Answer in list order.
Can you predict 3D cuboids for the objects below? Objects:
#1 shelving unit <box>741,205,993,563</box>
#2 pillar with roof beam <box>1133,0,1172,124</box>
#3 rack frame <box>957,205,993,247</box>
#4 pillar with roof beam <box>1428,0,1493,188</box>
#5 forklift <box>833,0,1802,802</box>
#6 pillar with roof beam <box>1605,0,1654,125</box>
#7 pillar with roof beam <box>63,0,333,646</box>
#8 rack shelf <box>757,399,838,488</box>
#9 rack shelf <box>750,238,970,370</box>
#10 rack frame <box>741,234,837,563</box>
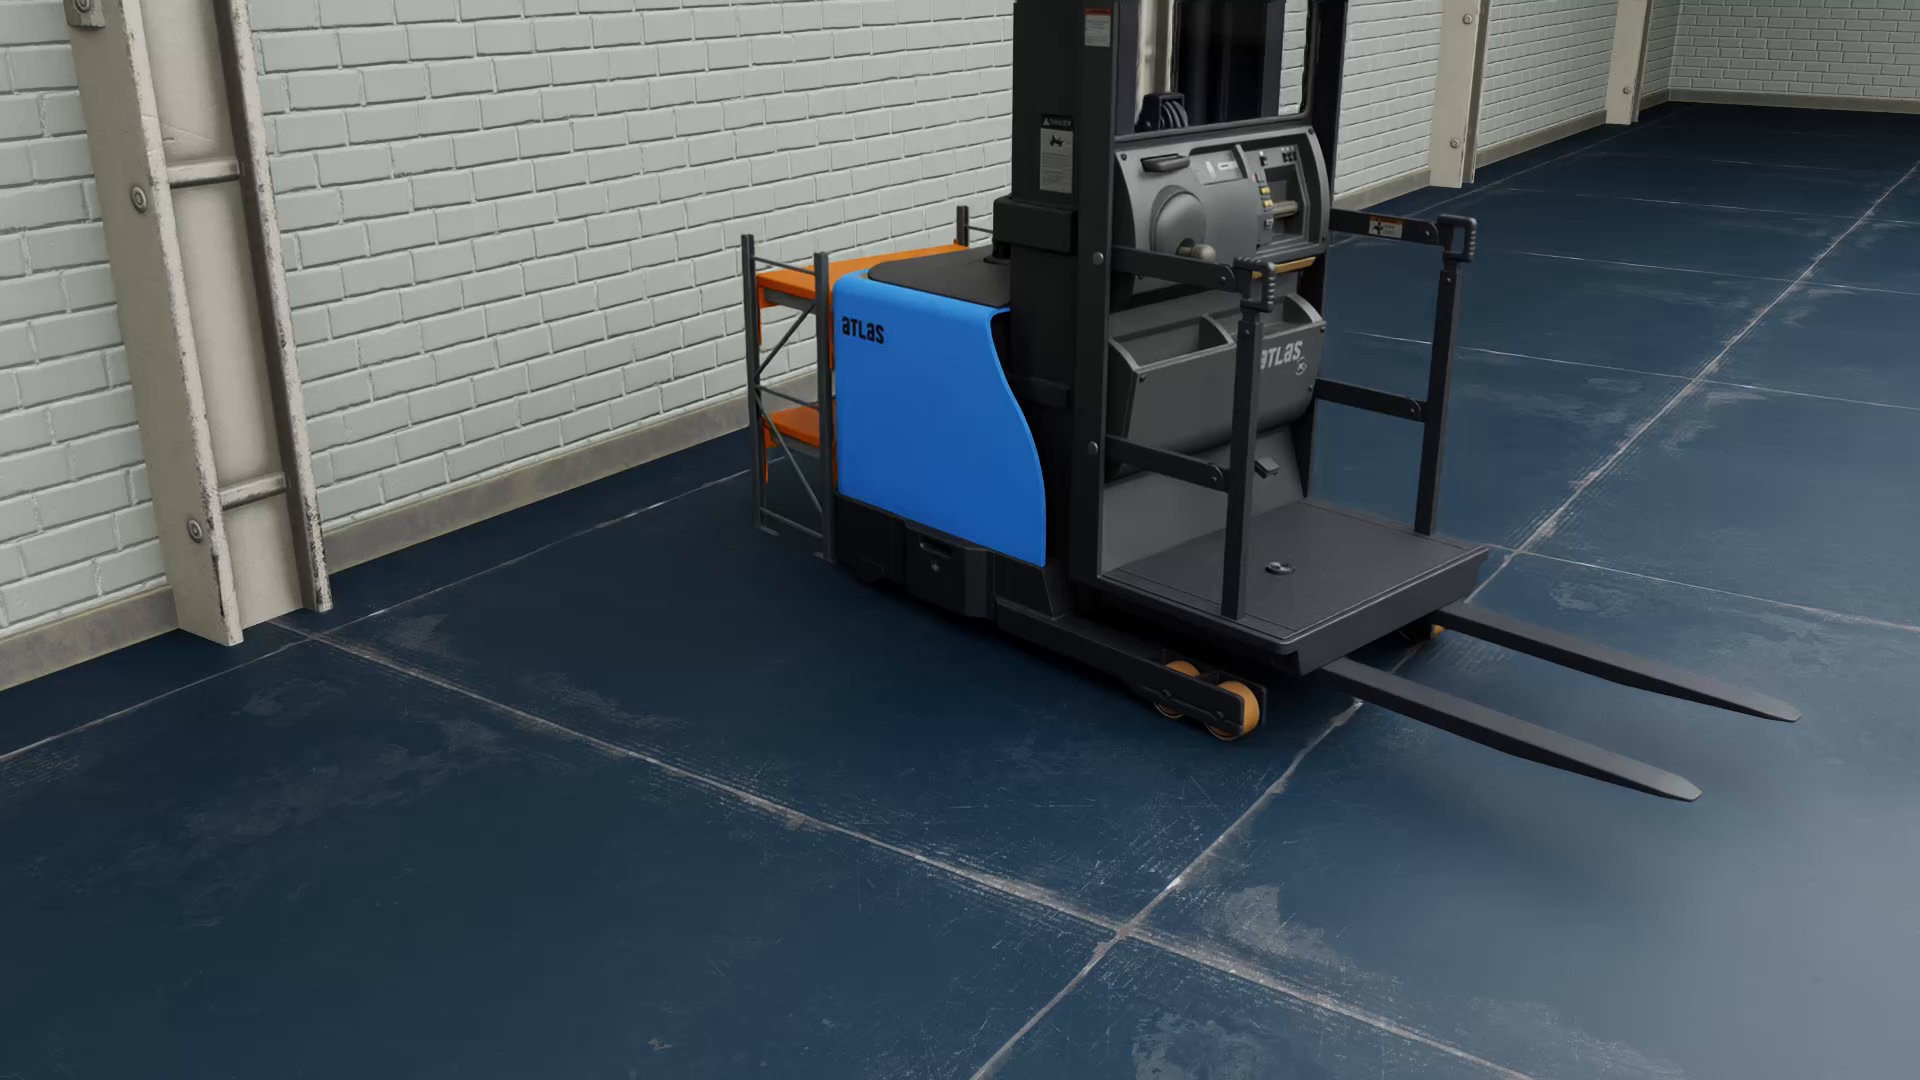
[{"bbox_3d":[-0.231,-0.626,6.337,1.048,1.125,0.538,-16,26,-37],"label":"shelving unit"},{"bbox_3d":[4.569,-4.847,6.397,9.100,9.000,0.400,13,24,32],"label":"pillar with roof beam"},{"bbox_3d":[0.158,-0.740,6.644,0.032,1.125,0.500,-16,26,-37],"label":"rack frame"},{"bbox_3d":[7.942,-6.568,11.051,9.100,9.000,0.400,13,24,32],"label":"pillar with roof beam"},{"bbox_3d":[0.936,-1.007,4.762,1.130,2.935,3.031,-18,27,-40],"label":"forklift"},{"bbox_3d":[11.315,-8.290,15.705,9.100,9.000,0.400,13,24,32],"label":"pillar with roof beam"},{"bbox_3d":[1.197,-3.125,1.743,9.100,9.000,0.400,13,24,32],"label":"pillar with roof beam"},{"bbox_3d":[-0.231,-0.397,6.422,1.000,0.278,0.538,-16,26,-37],"label":"rack shelf"},{"bbox_3d":[-0.231,-0.901,6.236,1.000,0.278,0.538,-16,26,-37],"label":"rack shelf"},{"bbox_3d":[-0.620,-0.513,6.030,0.032,1.125,0.500,-16,26,-37],"label":"rack frame"}]
